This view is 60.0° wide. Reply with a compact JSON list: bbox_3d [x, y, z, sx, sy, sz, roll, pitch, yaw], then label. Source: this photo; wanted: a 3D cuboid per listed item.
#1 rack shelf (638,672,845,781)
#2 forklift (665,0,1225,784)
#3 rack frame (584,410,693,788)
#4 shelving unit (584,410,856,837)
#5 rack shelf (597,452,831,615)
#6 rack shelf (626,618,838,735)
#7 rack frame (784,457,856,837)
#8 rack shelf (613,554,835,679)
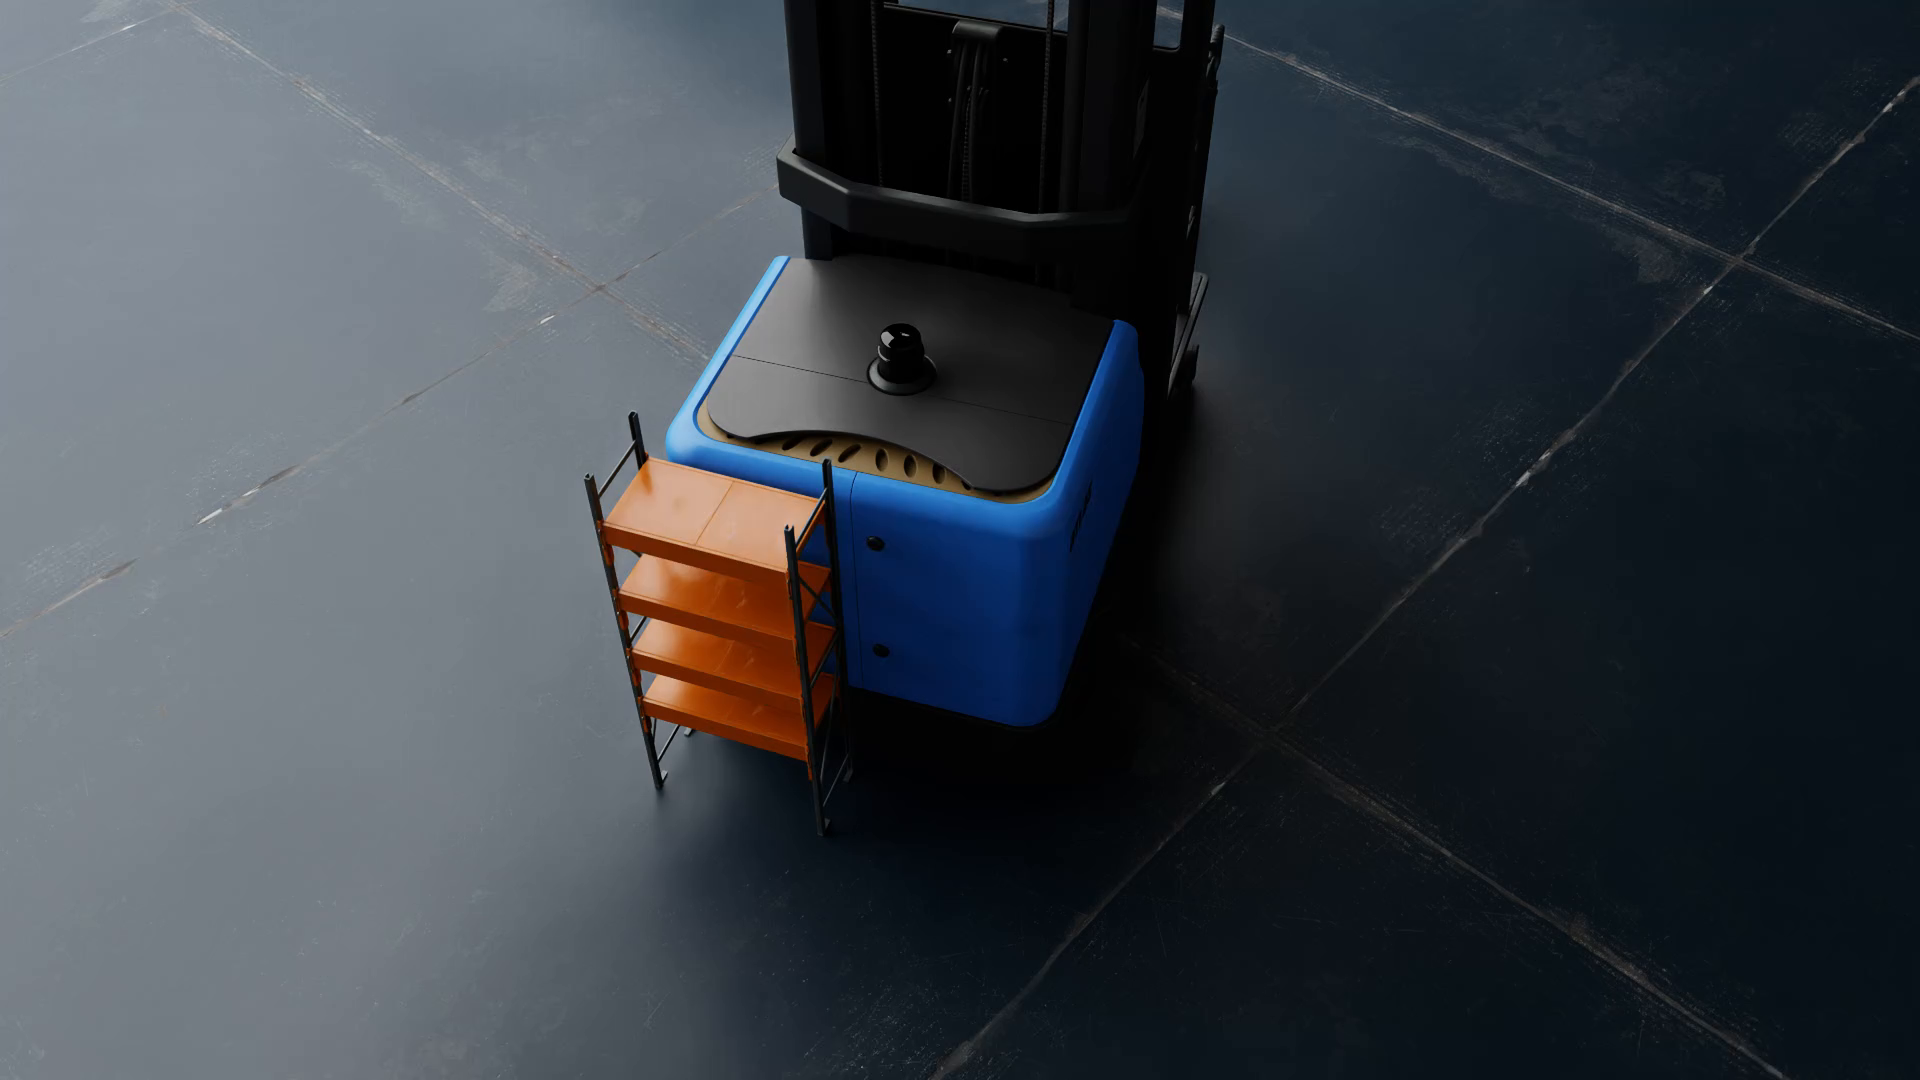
[{"bbox_3d":[-0.569,0.431,4.387,0.480,0.148,0.258,14,48,13],"label":"rack shelf"},{"bbox_3d":[0.183,-1.437,4.589,1.130,2.935,3.031,13,48,12],"label":"forklift"},{"bbox_3d":[-0.800,0.191,4.247,0.015,1.200,0.240,14,48,13],"label":"rack frame"},{"bbox_3d":[-0.569,0.249,4.193,0.503,1.200,0.258,14,48,13],"label":"shelving unit"},{"bbox_3d":[-0.569,-0.020,3.906,0.480,0.148,0.258,14,48,13],"label":"rack shelf"},{"bbox_3d":[-0.569,0.295,4.242,0.480,0.148,0.258,14,48,13],"label":"rack shelf"},{"bbox_3d":[-0.339,0.307,4.138,0.015,1.200,0.240,14,48,13],"label":"rack frame"},{"bbox_3d":[-0.569,0.142,4.079,0.480,0.148,0.258,14,48,13],"label":"rack shelf"}]
